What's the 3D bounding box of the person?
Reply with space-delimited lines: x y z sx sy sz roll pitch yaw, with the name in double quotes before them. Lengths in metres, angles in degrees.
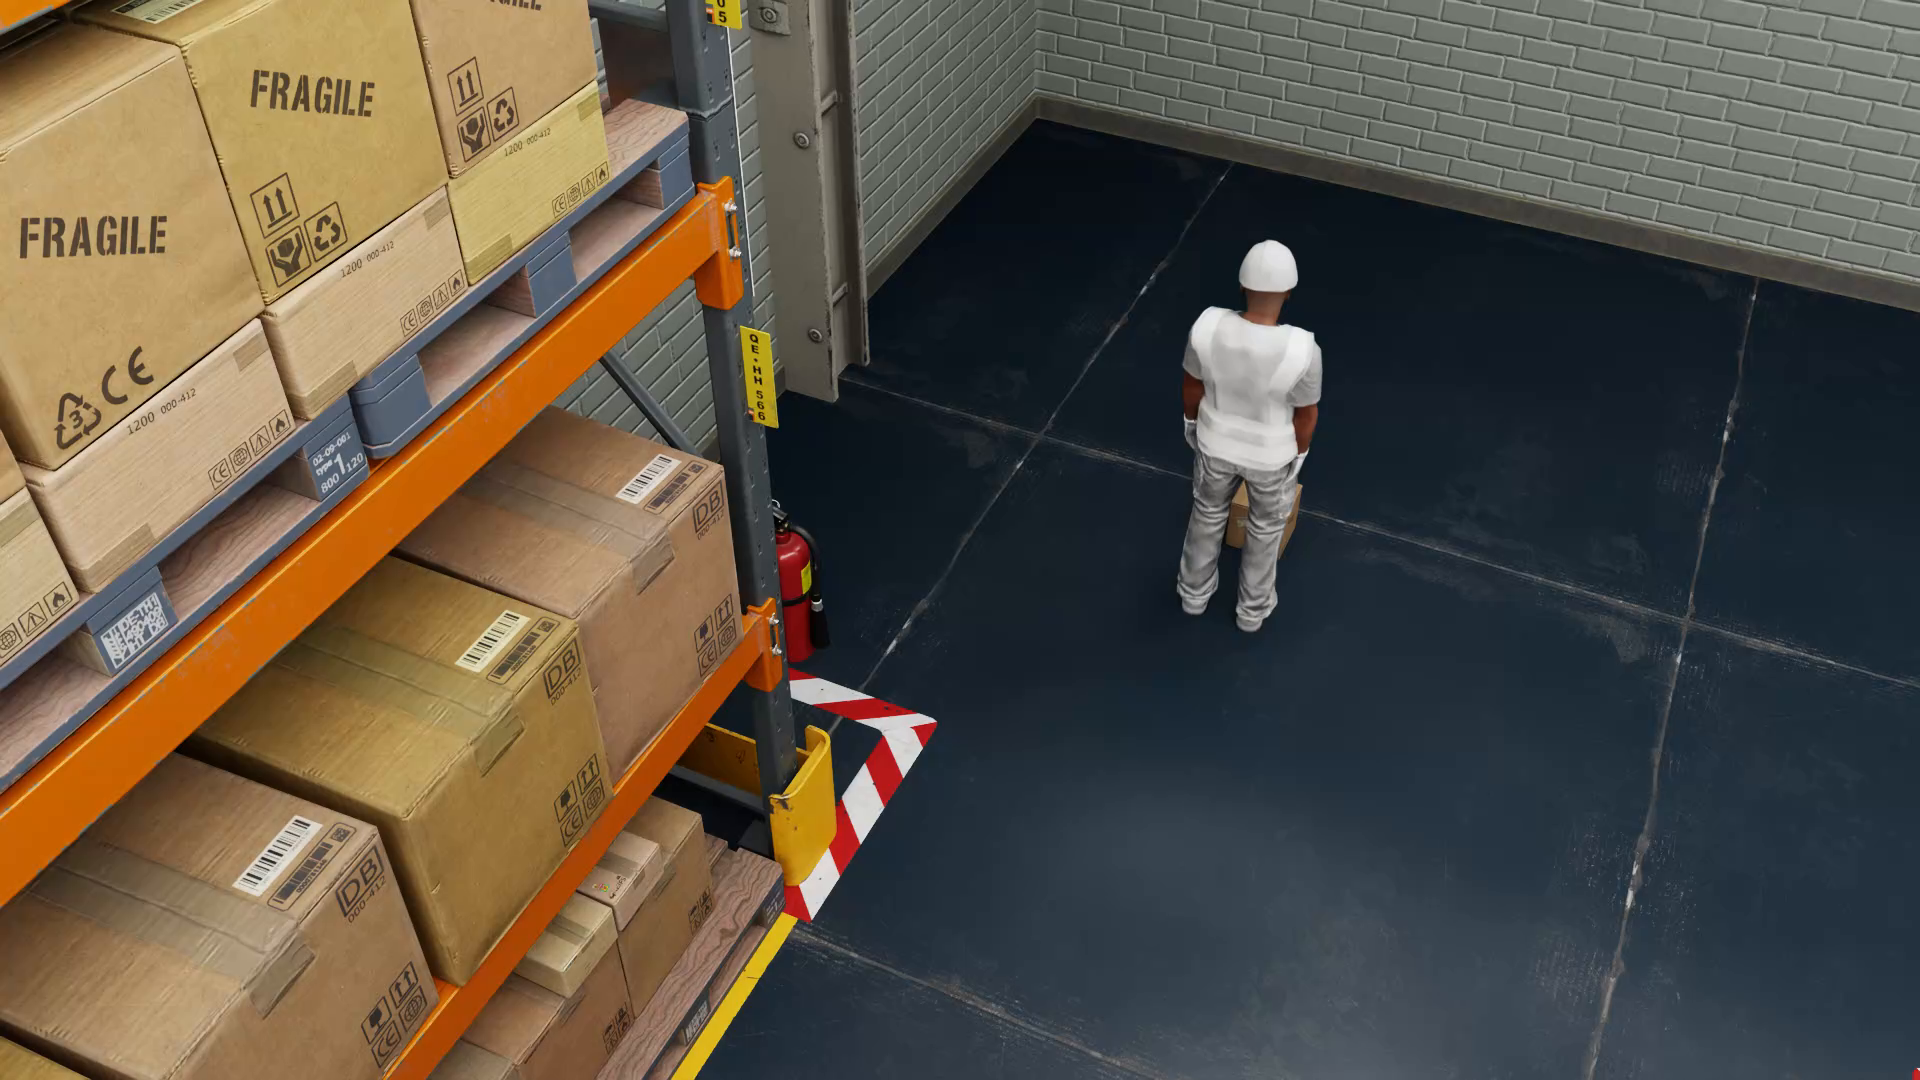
"person" 1.126 -0.390 6.588 0.548 1.776 0.361 18 45 19
